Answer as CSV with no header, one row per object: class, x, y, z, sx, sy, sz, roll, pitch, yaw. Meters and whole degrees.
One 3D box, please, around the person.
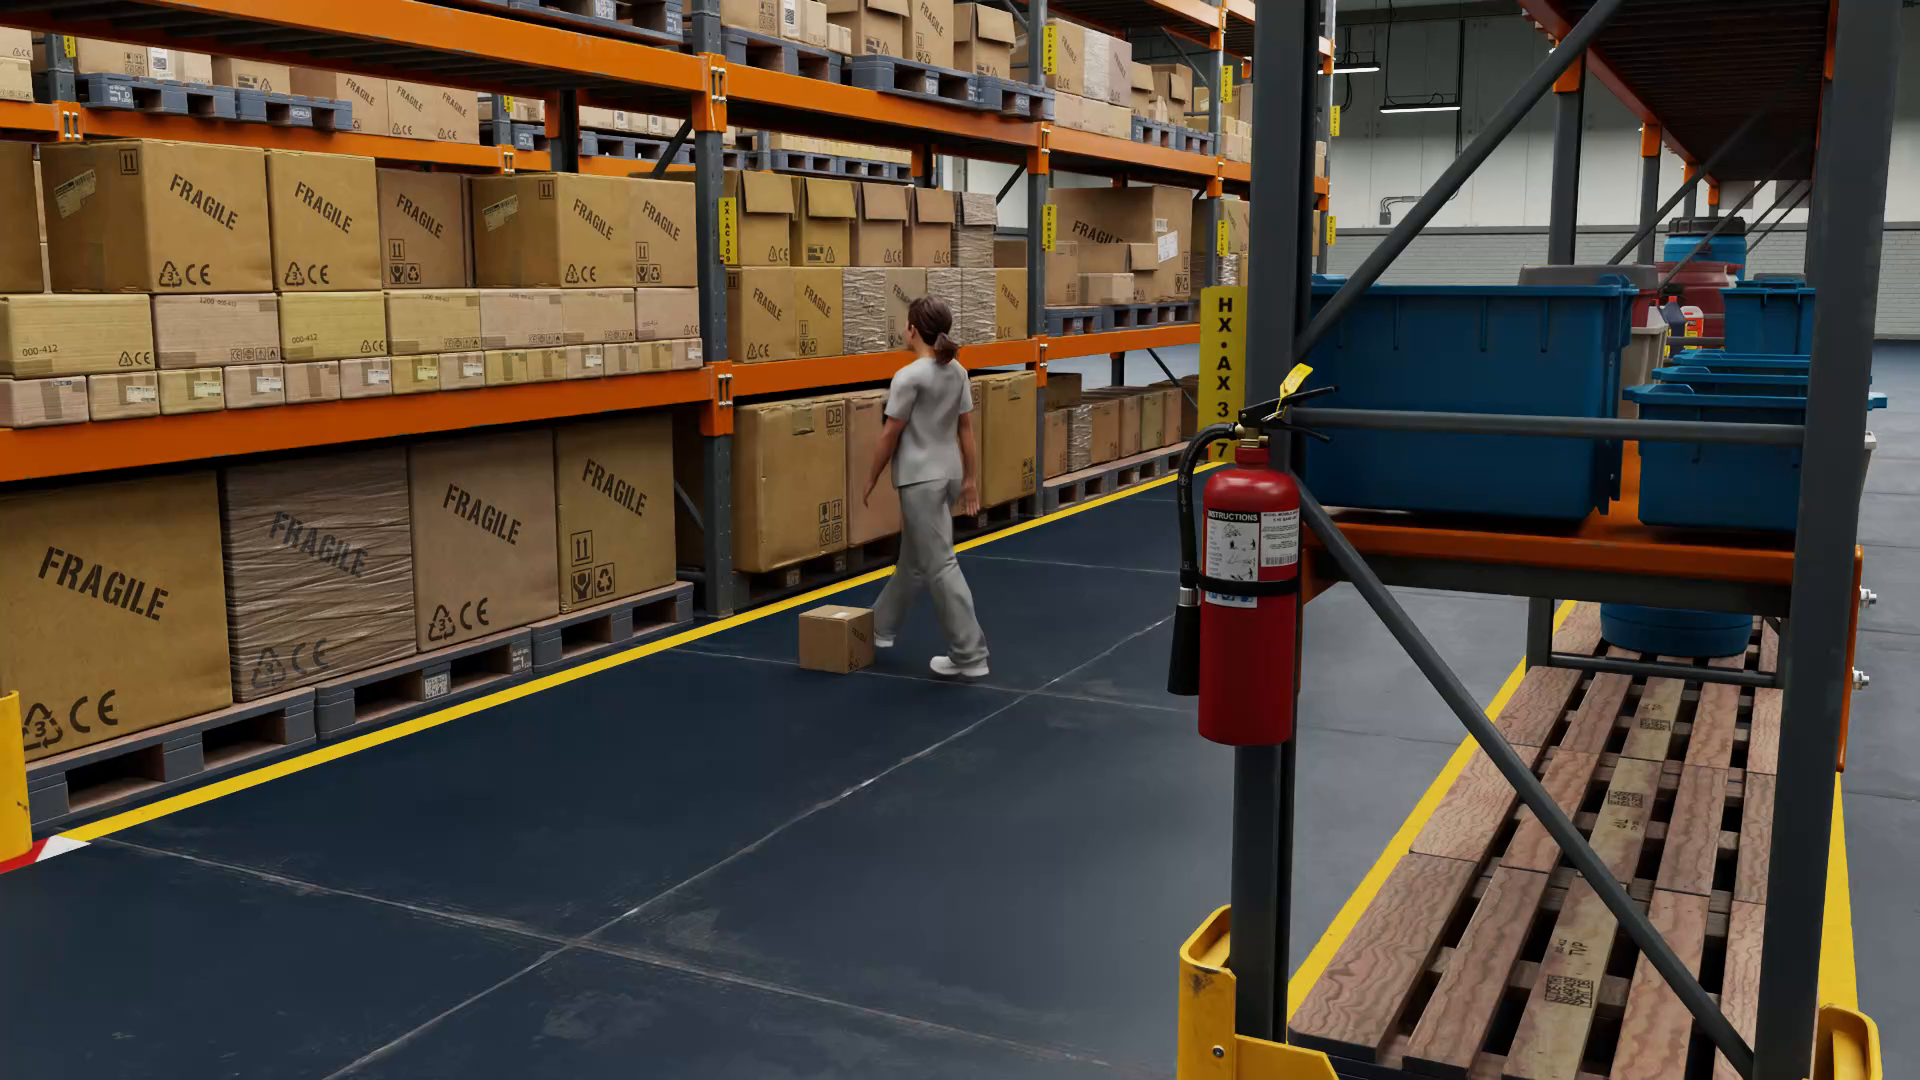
person,-0.258,-0.245,7.312,0.904,1.640,0.454,6,11,35
